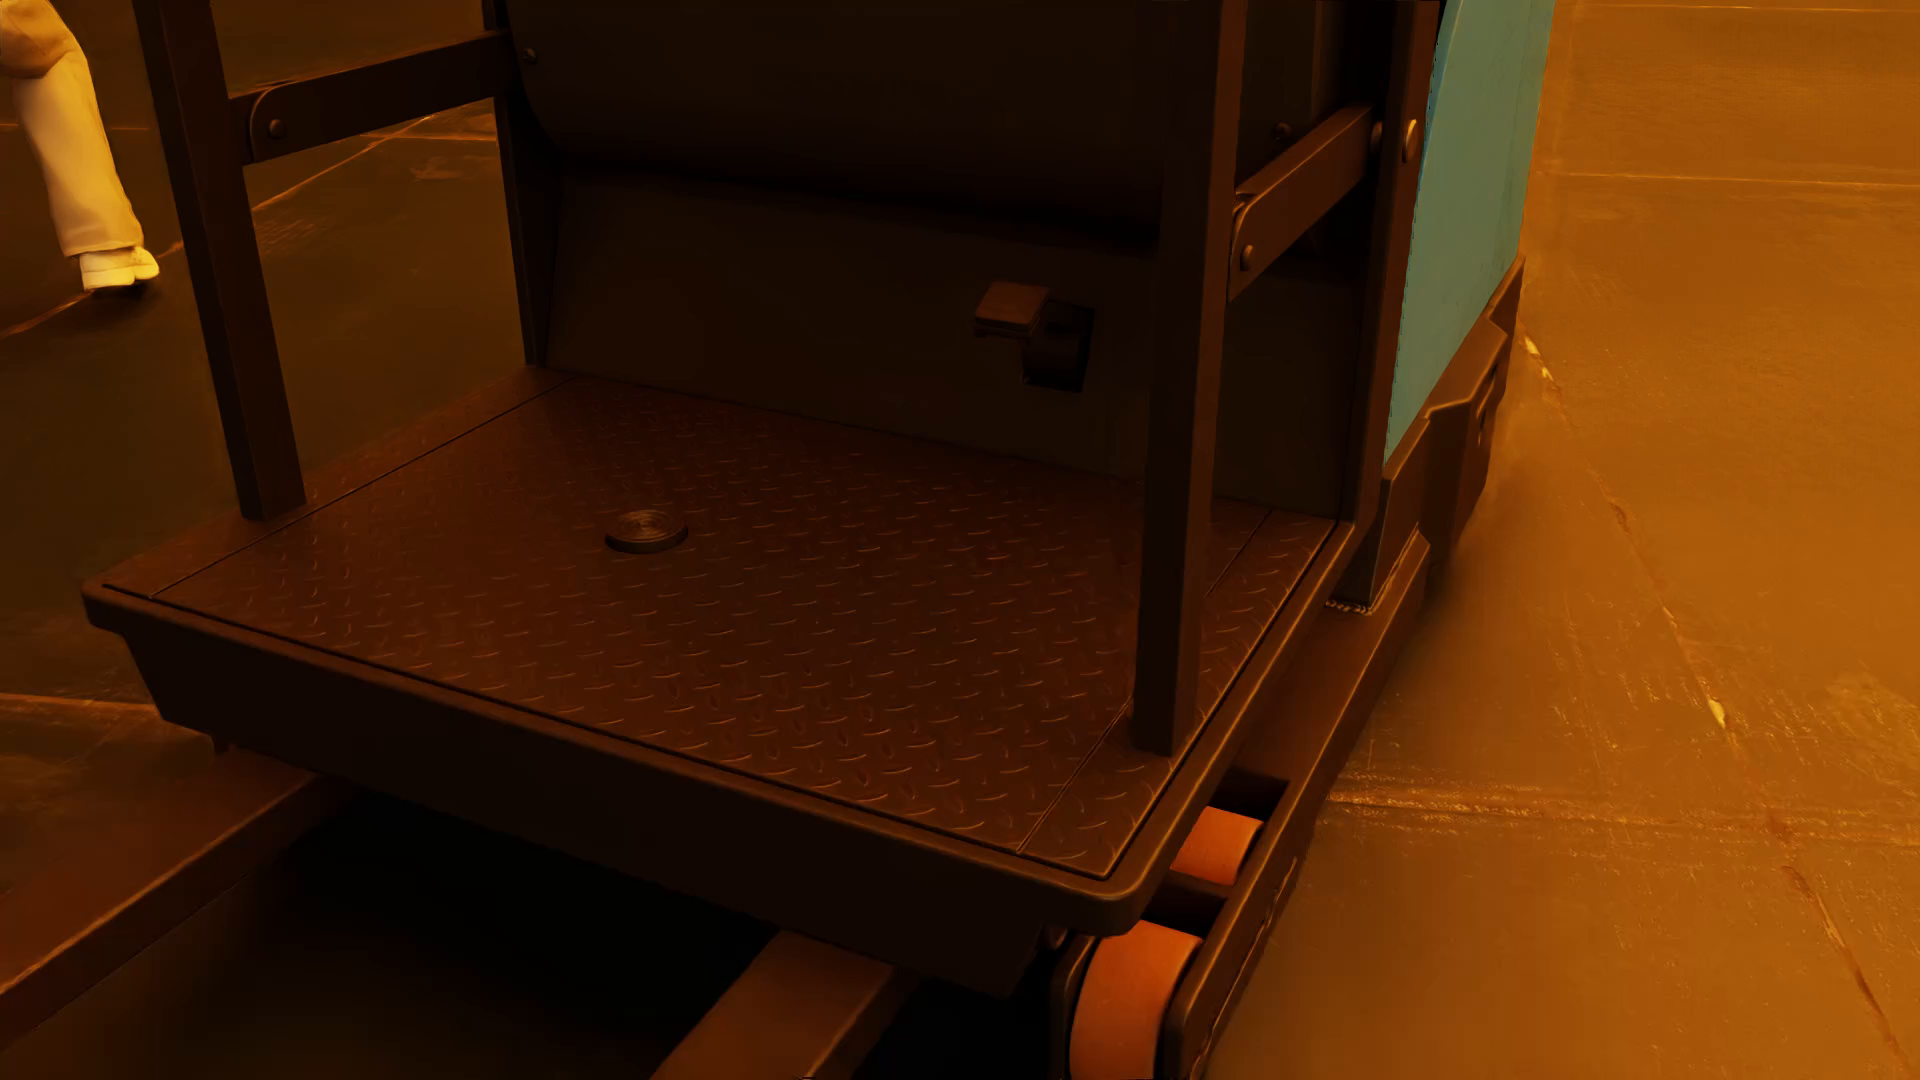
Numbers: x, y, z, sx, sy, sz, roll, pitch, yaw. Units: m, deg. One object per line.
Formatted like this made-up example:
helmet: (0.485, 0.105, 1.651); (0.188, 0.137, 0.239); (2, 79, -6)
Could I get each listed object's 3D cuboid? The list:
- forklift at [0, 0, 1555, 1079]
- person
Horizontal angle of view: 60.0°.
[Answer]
forklift: (-0.163, -1.030, 1.281); (1.130, 2.935, 3.031); (12, 29, 23)
person: (-1.985, -1.098, 3.167); (0.727, 1.416, 0.805); (-6, 27, -11)
